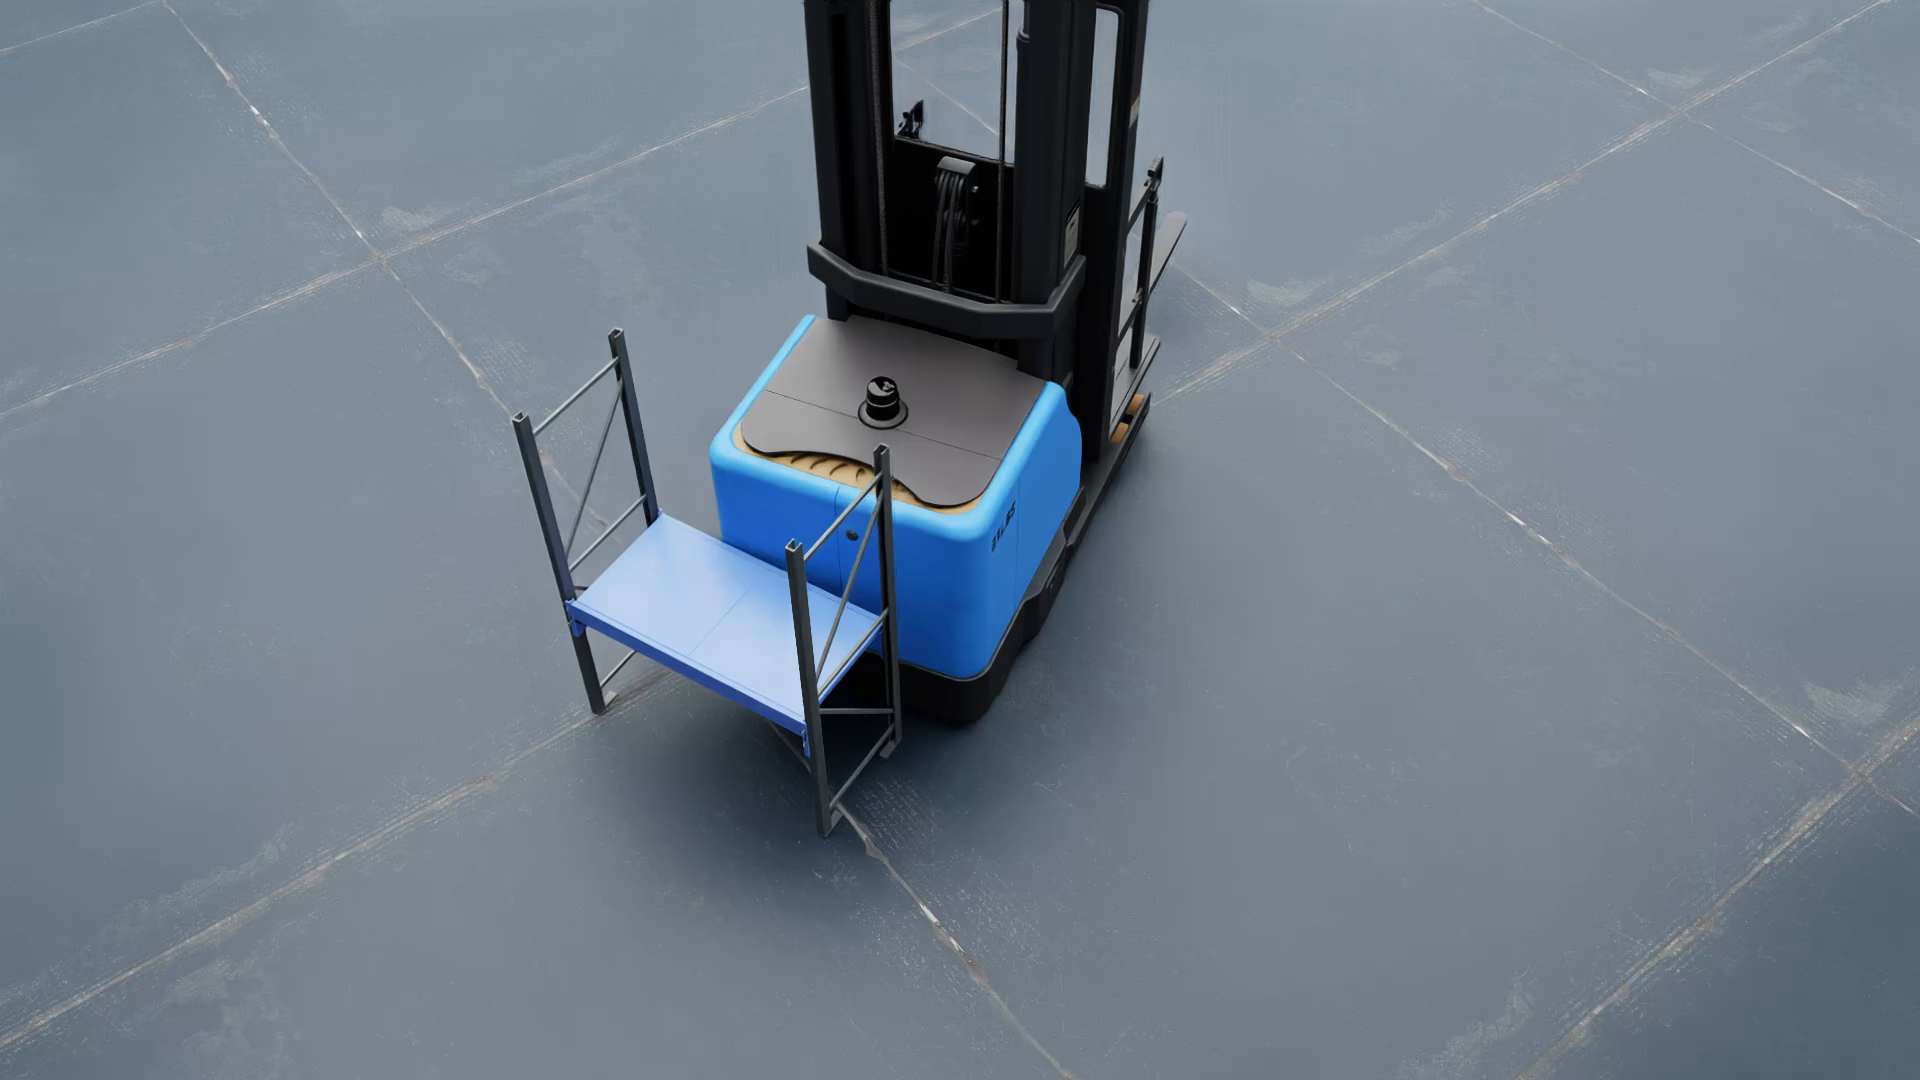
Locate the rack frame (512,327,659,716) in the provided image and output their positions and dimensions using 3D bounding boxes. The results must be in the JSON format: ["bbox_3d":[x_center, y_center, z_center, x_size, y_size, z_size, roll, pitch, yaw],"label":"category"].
[{"bbox_3d":[-1.222,-0.017,5.752,0.032,1.500,0.500,24,52,20],"label":"rack frame"}]

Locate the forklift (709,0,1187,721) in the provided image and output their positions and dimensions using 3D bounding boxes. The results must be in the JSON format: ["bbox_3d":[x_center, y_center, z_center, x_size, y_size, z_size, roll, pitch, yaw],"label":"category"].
[{"bbox_3d":[0.172,-1.437,6.073,1.130,2.935,3.031,17,50,15],"label":"forklift"}]

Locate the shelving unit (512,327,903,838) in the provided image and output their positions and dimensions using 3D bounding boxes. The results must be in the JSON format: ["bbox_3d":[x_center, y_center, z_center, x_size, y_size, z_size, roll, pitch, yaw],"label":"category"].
[{"bbox_3d":[-0.788,0.178,5.575,1.048,1.500,0.538,24,52,20],"label":"shelving unit"}]

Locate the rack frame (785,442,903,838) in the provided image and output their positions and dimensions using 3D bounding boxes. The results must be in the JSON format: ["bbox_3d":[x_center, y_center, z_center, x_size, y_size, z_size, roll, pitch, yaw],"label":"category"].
[{"bbox_3d":[-0.354,0.374,5.398,0.032,1.500,0.500,24,52,20],"label":"rack frame"}]

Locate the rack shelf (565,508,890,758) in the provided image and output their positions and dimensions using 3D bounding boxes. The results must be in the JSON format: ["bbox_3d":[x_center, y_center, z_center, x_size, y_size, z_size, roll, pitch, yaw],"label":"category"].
[{"bbox_3d":[-0.788,0.299,5.708,1.000,0.185,0.538,24,52,20],"label":"rack shelf"}]
